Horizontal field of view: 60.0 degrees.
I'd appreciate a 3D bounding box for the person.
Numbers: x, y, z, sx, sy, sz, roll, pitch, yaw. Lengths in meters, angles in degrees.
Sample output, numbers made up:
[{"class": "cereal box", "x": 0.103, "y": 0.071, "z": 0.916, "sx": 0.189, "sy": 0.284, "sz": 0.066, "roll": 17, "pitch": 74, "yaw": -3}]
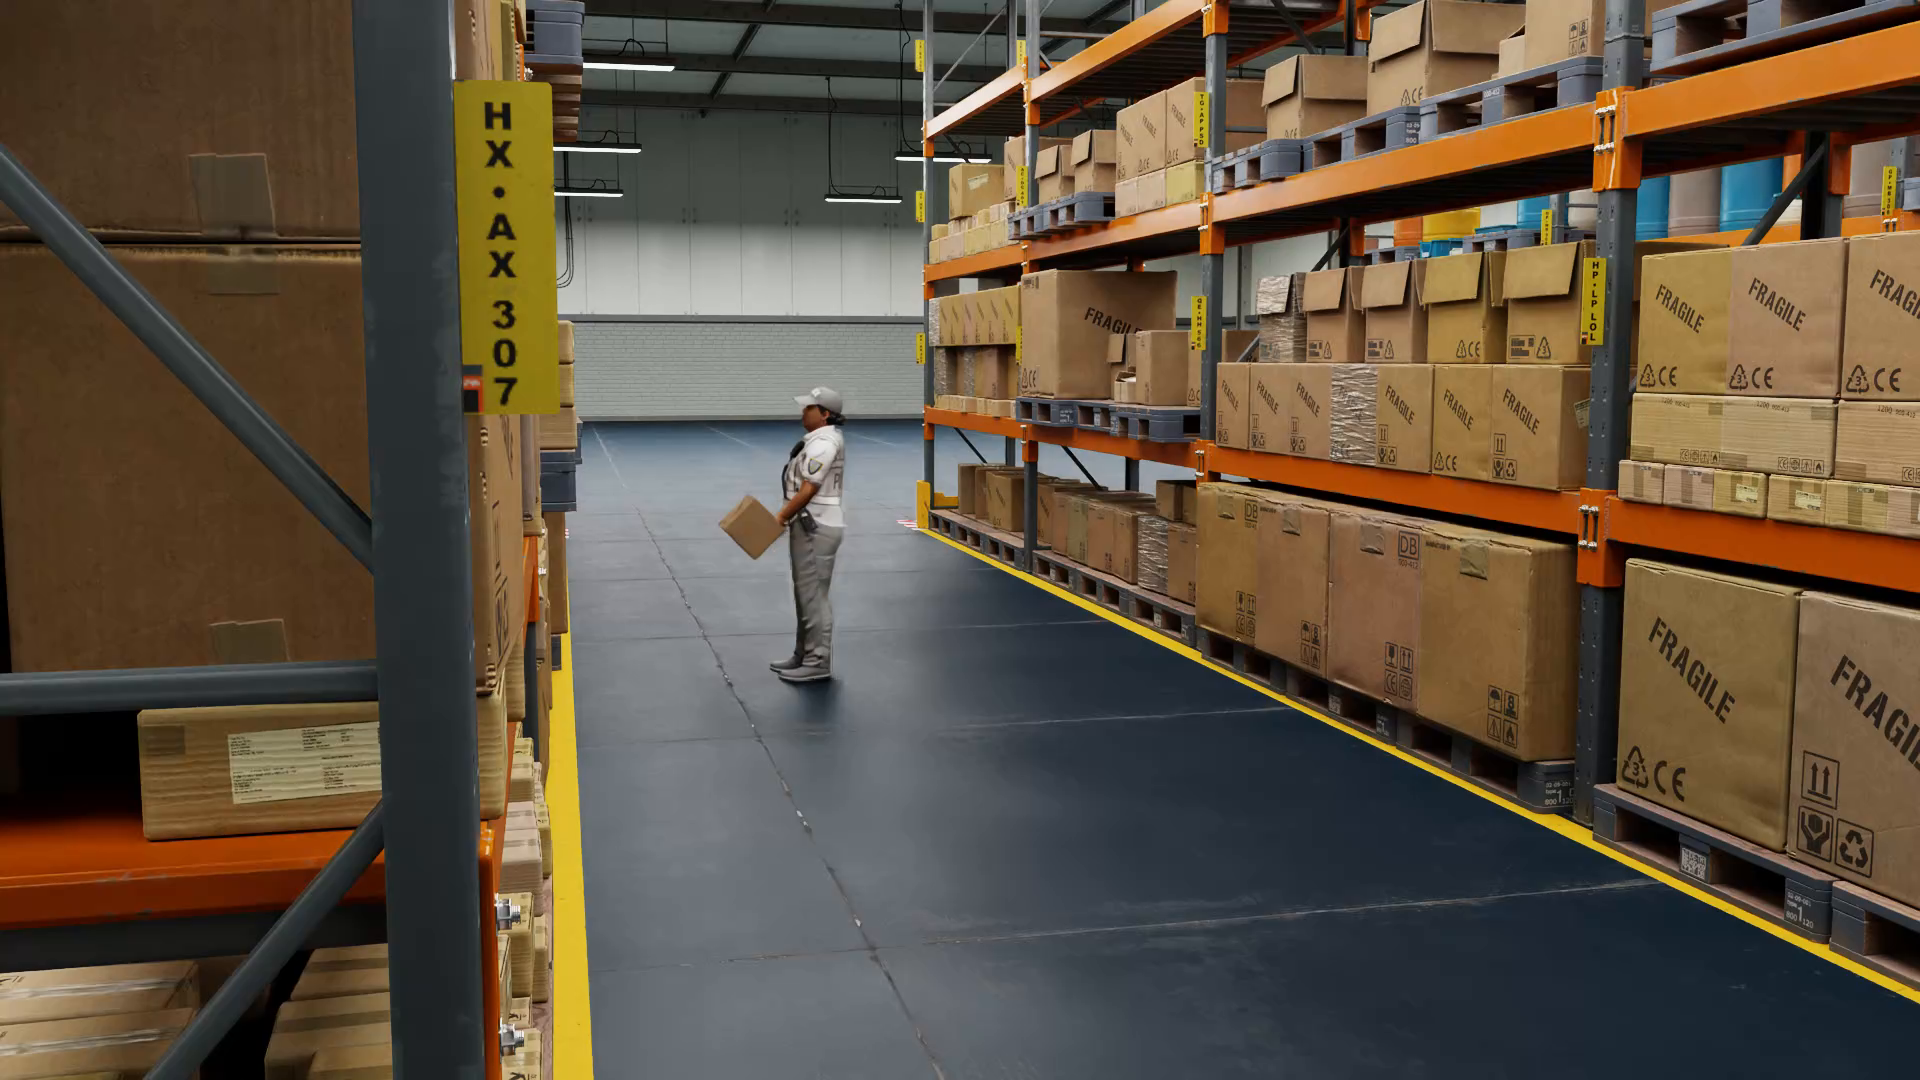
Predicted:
[{"class": "person", "x": -0.882, "y": -0.039, "z": 9.503, "sx": 0.483, "sy": 1.671, "sz": 0.501, "roll": 0, "pitch": 6, "yaw": 0}]
